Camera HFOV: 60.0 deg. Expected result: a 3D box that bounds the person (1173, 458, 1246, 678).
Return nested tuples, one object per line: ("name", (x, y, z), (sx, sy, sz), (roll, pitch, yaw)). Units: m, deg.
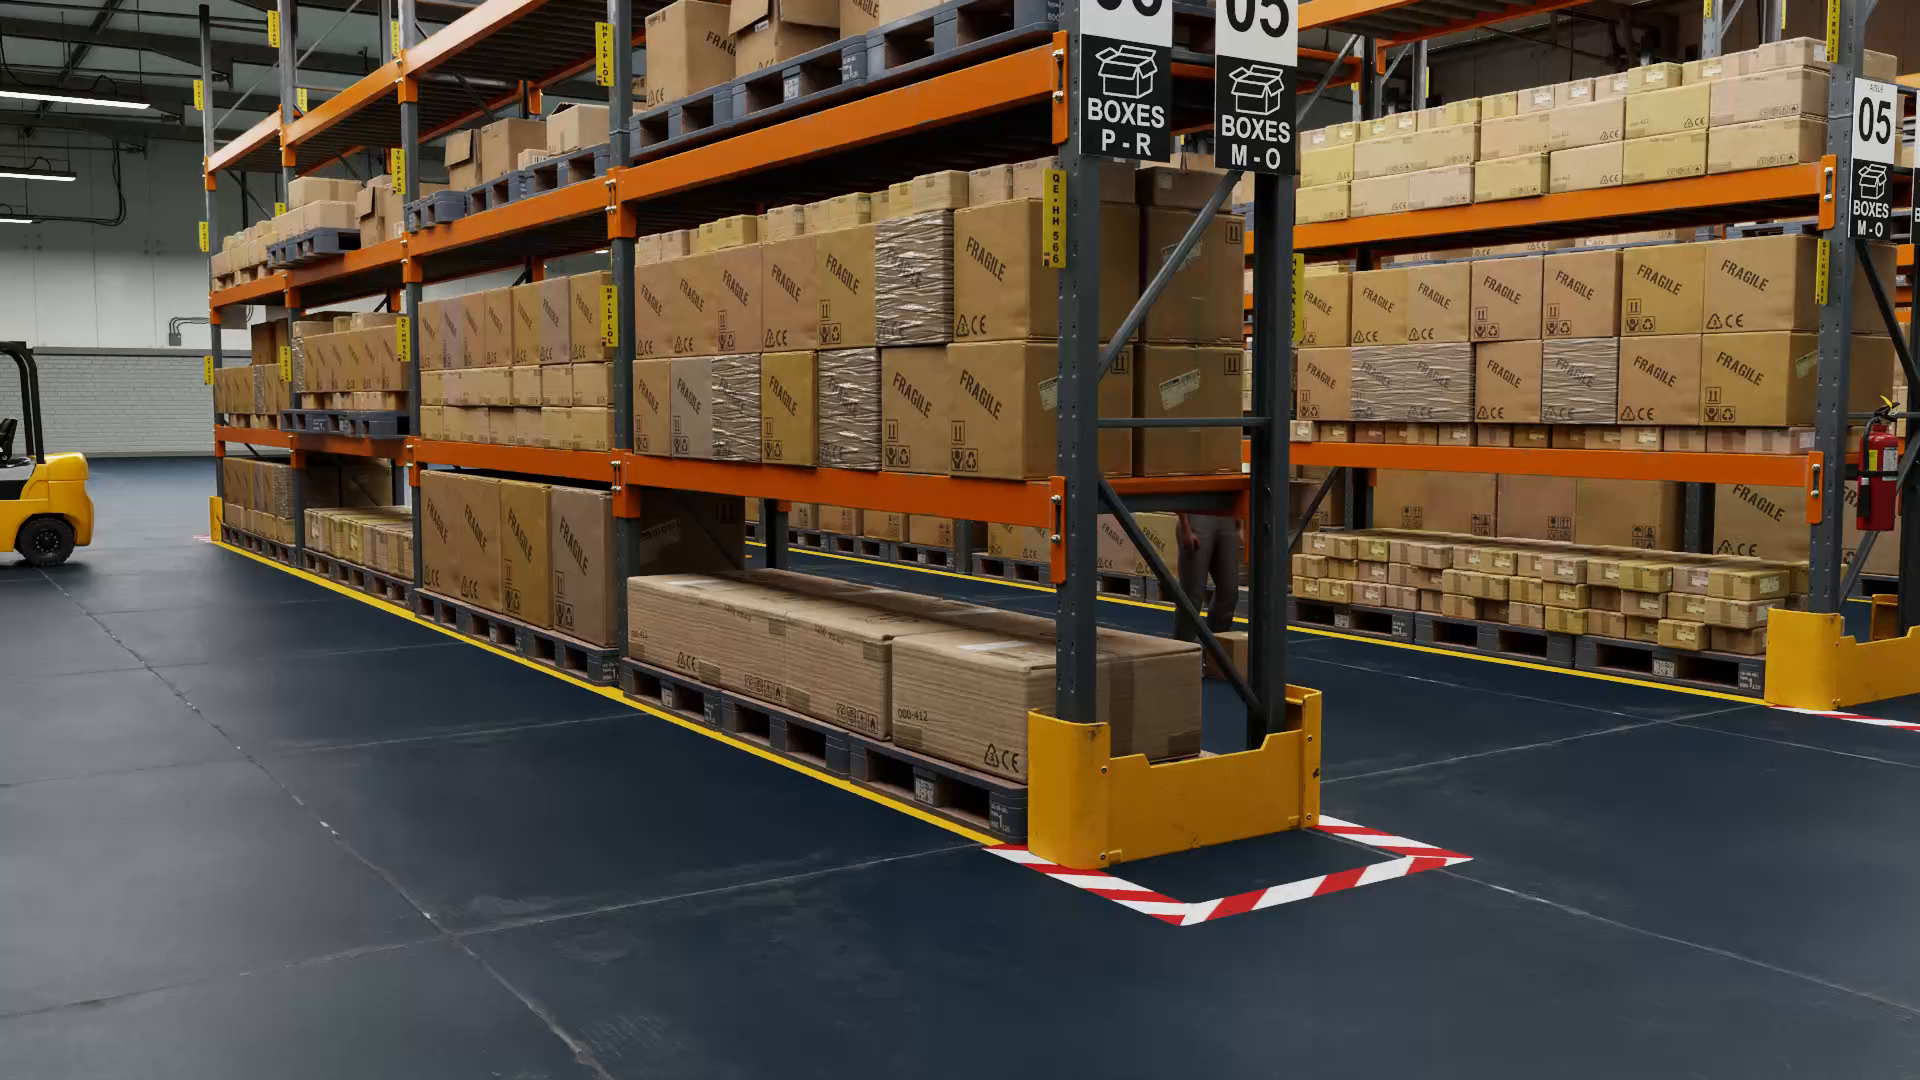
("person", (1.451, -0.047, 9.661), (0.530, 1.656, 0.346), (-4, 6, -36))
